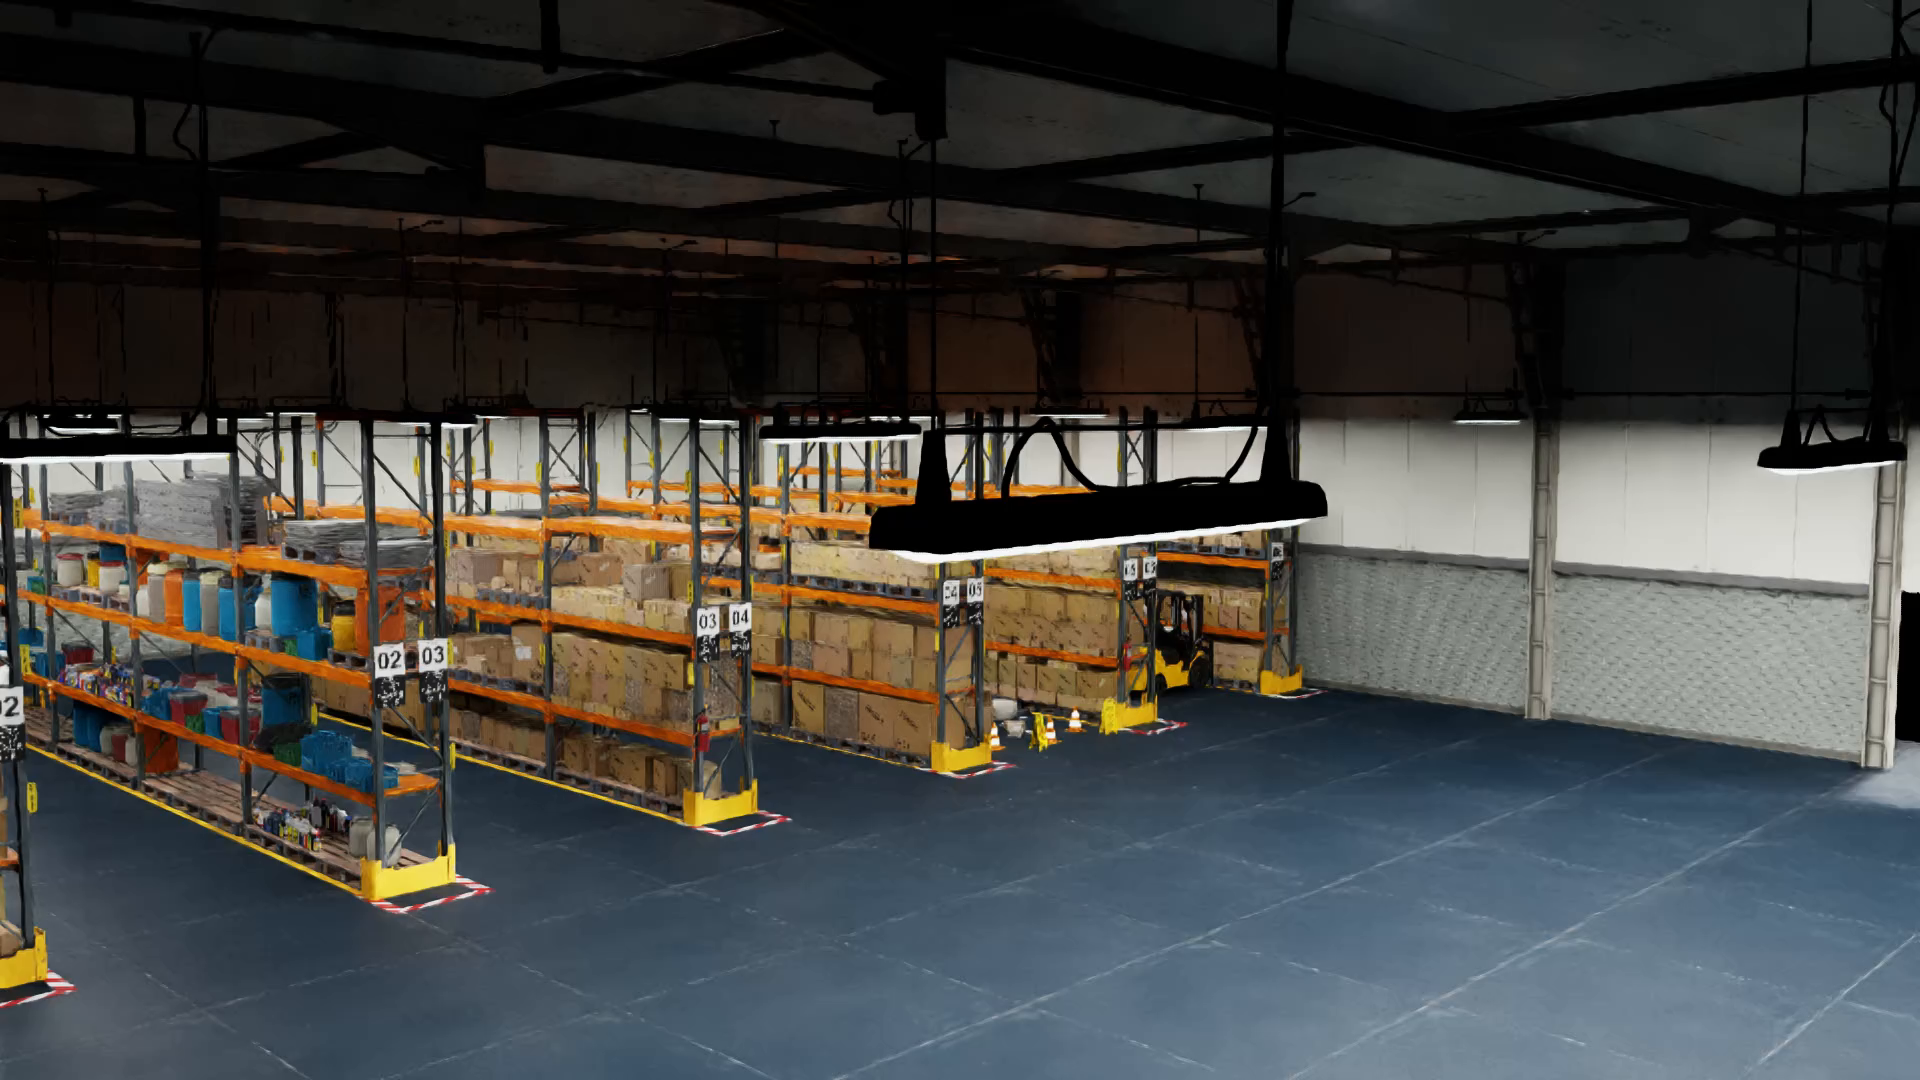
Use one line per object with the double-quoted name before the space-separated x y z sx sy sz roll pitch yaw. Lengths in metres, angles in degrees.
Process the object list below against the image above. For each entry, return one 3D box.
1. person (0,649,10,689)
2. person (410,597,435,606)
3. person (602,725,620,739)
"person" -17.016 2.820 29.565 0.587 1.763 0.677 -2 5 -23
"person" -14.010 1.596 43.338 0.627 1.774 0.487 1 5 9
"person" -6.347 2.843 30.296 0.512 1.632 0.639 5 7 42
